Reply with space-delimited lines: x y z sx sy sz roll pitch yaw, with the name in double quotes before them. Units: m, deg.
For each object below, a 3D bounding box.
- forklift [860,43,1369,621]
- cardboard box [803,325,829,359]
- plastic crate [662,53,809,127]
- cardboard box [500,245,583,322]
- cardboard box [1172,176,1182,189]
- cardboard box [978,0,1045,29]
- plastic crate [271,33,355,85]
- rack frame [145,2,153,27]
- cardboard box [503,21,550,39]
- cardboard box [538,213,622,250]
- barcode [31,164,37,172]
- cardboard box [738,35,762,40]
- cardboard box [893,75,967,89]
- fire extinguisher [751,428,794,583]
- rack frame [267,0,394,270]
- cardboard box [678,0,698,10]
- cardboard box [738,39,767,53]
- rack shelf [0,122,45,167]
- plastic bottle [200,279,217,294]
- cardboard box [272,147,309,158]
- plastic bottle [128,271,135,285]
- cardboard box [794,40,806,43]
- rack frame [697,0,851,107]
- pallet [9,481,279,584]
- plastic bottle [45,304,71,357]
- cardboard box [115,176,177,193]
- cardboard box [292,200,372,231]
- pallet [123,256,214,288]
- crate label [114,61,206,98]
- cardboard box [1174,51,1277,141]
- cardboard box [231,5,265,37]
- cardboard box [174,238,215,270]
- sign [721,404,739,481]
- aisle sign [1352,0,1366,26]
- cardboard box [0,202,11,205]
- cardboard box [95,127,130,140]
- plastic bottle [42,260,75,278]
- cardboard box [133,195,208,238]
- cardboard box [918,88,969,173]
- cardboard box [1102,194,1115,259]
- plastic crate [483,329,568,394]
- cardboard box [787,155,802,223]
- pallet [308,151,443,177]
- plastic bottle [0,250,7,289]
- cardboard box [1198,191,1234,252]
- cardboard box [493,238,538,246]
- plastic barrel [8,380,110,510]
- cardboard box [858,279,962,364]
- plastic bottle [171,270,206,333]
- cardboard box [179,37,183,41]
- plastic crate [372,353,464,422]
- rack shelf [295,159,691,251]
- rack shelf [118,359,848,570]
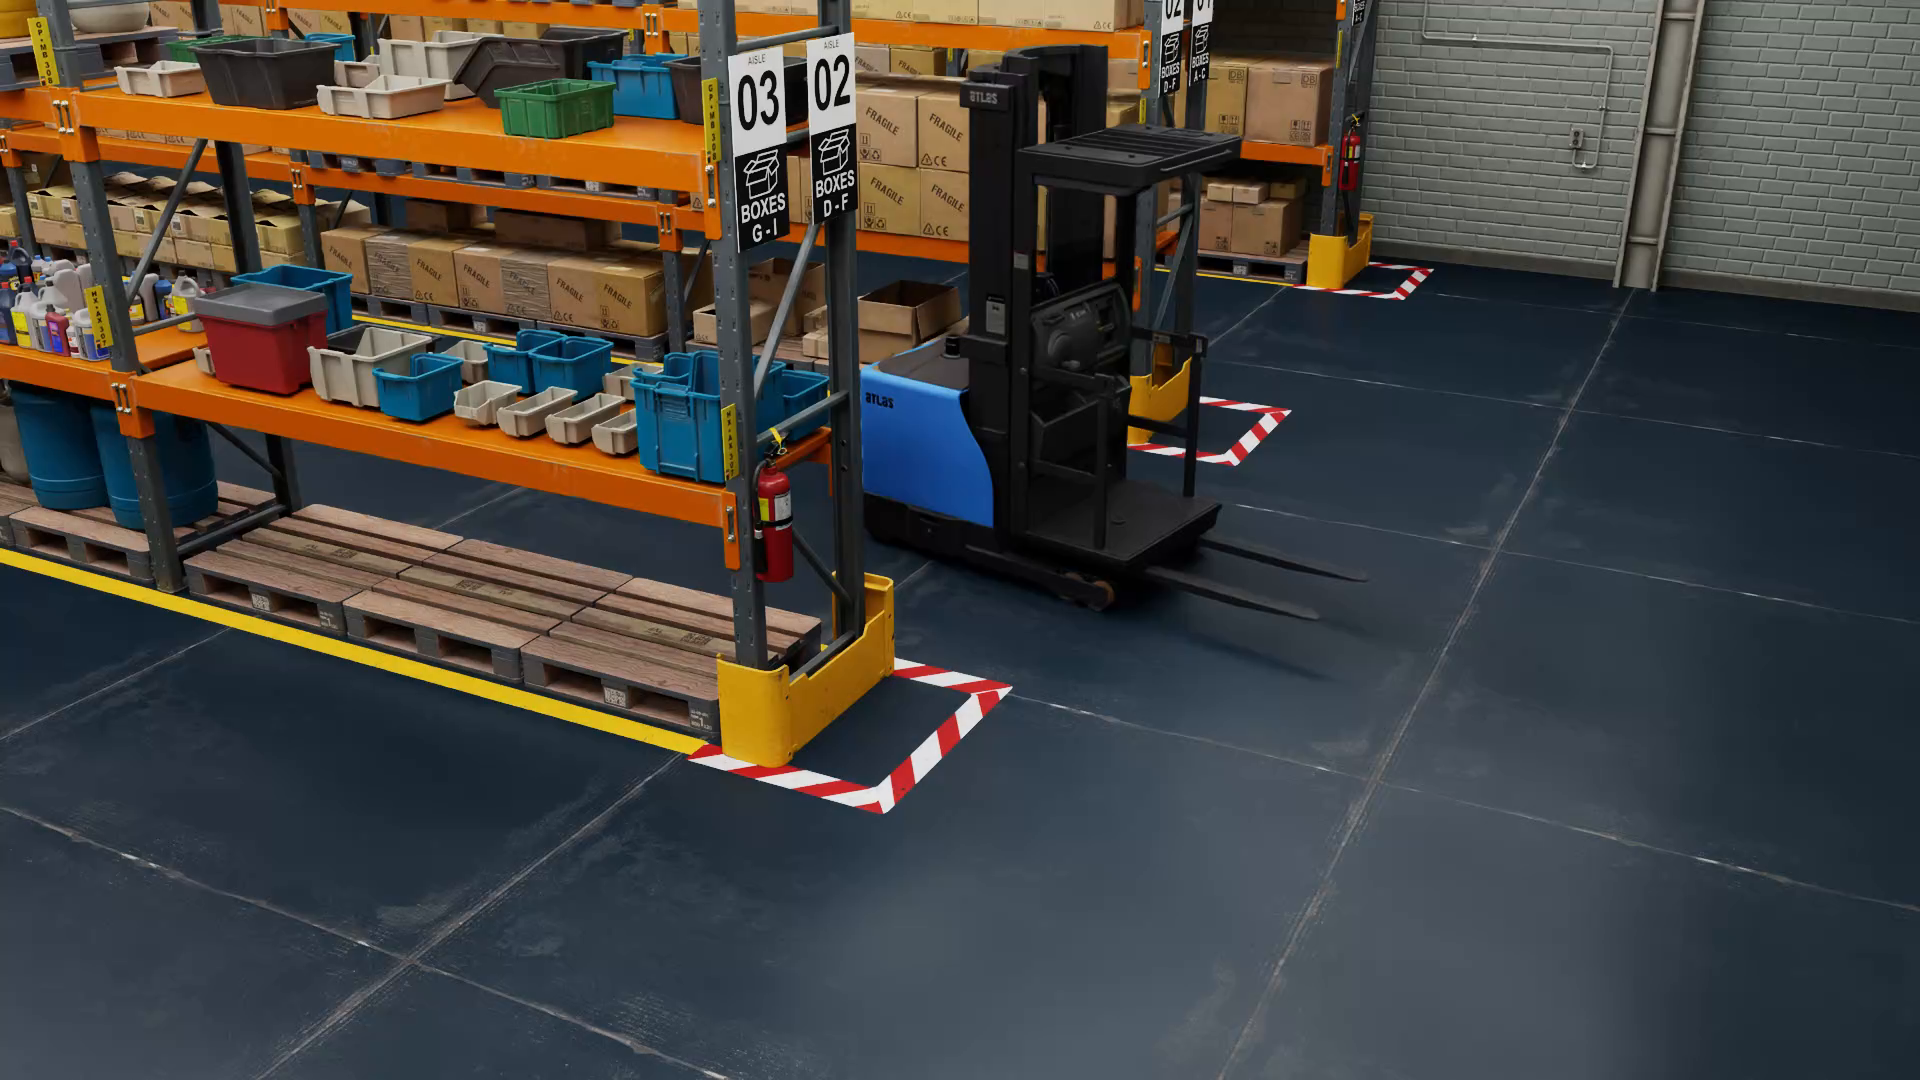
"forklift" 0.856 -1.187 9.297 3.031 2.935 1.130 16 28 34
"cardboard box" -1.039 -1.578 13.186 0.250 0.166 0.380 11 25 25
"plastic crate" -0.979 -2.028 7.520 0.590 0.269 0.497 11 25 25
"cardboard box" -3.547 -2.196 14.213 0.500 0.500 0.500 12 26 25
"cardboard box" 2.338 -3.659 16.849 0.250 0.149 0.380 12 26 25
"cardboard box" 0.458 -3.674 11.415 0.500 0.250 0.500 11 25 25
"plastic crate" -3.375 -2.503 8.684 0.300 0.233 0.416 11 25 25
"rack frame" -10.570 -6.828 22.472 0.127 3.000 1.000 11 25 25
"cardboard box" -4.977 -5.955 19.731 0.500 0.500 0.700 11 25 25
"cardboard box" -3.307 -2.723 14.493 0.500 0.250 0.500 11 26 25
"barcode" -9.192 -3.694 16.509 0.075 0.075 0.001 11 25 25
"cardboard box" -2.214 -5.601 18.095 0.500 0.250 0.500 11 26 25
"cardboard box" -0.168 -3.218 12.578 0.500 0.500 0.500 11 25 24
"fire extinguisher" -0.832 -0.150 7.345 0.183 0.674 0.296 11 25 25
"rack frame" -5.662 -3.684 15.081 0.127 3.000 1.000 11 25 25
"cardboard box" -1.771 -4.117 12.457 0.500 0.250 0.500 11 25 25
"cardboard box" -2.207 -5.248 18.225 0.500 0.500 0.500 11 25 24
"rack shelf" -11.017 -4.413 17.713 4.000 0.370 1.077 11 25 25
"plastic bottle" -4.466 -1.409 9.879 0.133 0.283 0.061 11 25 25
"cardboard box" -5.967 -3.723 15.285 0.500 0.311 0.500 13 26 28
"plastic bottle" -4.990 -1.499 10.107 0.097 0.271 0.097 0 23 0
"cardboard box" -1.756 -5.513 17.888 0.500 0.250 0.500 11 25 23
"rack frame" -0.761 -3.303 6.519 0.127 3.000 1.000 11 25 25
"pallet" -5.001 -0.116 10.254 1.213 0.211 1.003 11 25 25
"plastic bottle" -5.056 -1.177 9.333 0.133 0.283 0.061 11 25 25
"cardboard box" -8.274 -3.516 16.944 0.500 0.311 0.500 12 26 26
"cardboard box" -5.997 -3.066 15.886 0.500 0.311 0.500 12 26 26
"pallet" -7.464 -2.776 16.508 1.213 0.211 1.003 11 25 25
"crate label" -4.025 -2.321 8.378 0.466 0.136 0.293 11 25 25
"cardboard box" 2.595 -4.352 16.267 0.700 0.700 0.980 11 25 24
"cardboard box" -8.919 -6.653 21.268 0.500 0.500 0.500 12 26 26
"cardboard box" -7.151 -2.800 15.977 0.500 0.250 0.500 12 26 26
"sign" -0.995 -0.423 7.202 0.005 0.325 0.100 11 25 25
"aisle sign" 3.638 -5.081 15.044 0.004 0.787 0.394 11 25 25
"cardboard box" -10.186 -3.416 17.426 0.500 0.250 0.500 11 25 25
"cardboard box" -8.084 -4.202 16.171 0.500 0.500 0.500 13 26 28
"plastic bottle" -5.606 -1.611 10.364 0.135 0.276 0.152 11 25 25
"cardboard box" -7.603 -3.146 16.075 0.500 0.311 0.500 12 26 26
"cardboard box" 0.040 -2.939 11.923 0.500 0.500 0.500 12 26 26
"cardboard box" 0.954 -2.302 11.702 0.500 0.500 0.500 12 26 26
"plastic crate" -2.276 -0.937 8.758 0.300 0.233 0.416 11 25 25
"cardboard box" -1.303 -2.750 12.755 0.500 0.500 0.500 12 26 25
"pallet" -5.026 -3.501 14.895 1.003 0.211 1.213 11 25 25
"plastic bottle" -6.071 -1.700 10.563 0.133 0.283 0.061 11 25 25
"cardboard box" 2.592 -3.223 16.652 0.500 0.500 0.700 11 25 24
"cardboard box" -3.789 -2.471 14.861 0.500 0.500 0.500 10 25 23
"plastic barrel" -5.441 -0.704 10.216 0.708 0.901 0.600 11 25 25
"cardboard box" -0.414 -1.702 13.047 0.637 0.503 0.797 11 25 25
"plastic bottle" -4.535 -1.409 9.792 0.185 0.351 0.144 11 25 25
"cardboard box" -10.278 -6.571 22.034 0.500 0.250 0.500 10 25 23
"plastic crate" -2.710 -0.766 8.356 0.300 0.233 0.416 11 25 25
"rack shelf" -3.878 -3.000 14.391 4.000 0.370 1.077 11 25 25
"rack shelf" -2.546 -0.565 8.664 4.000 0.370 1.077 11 25 25
